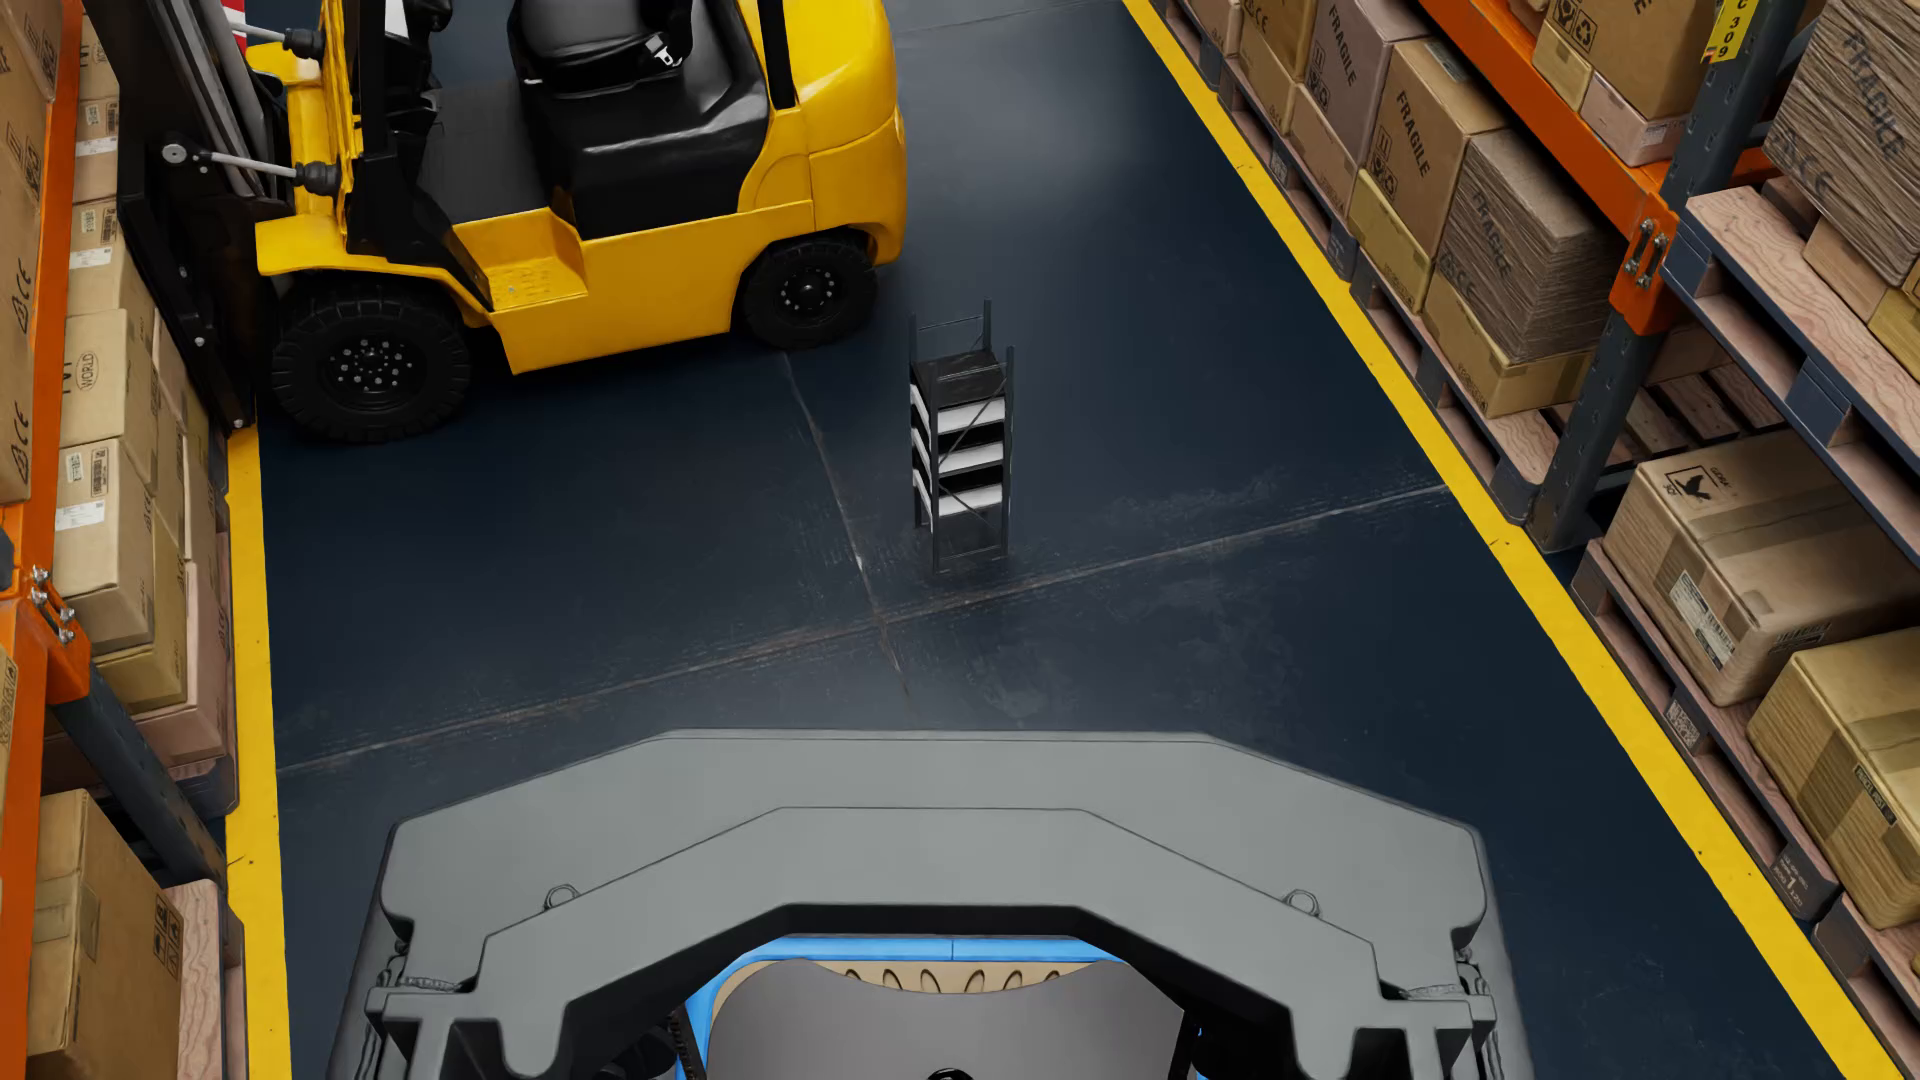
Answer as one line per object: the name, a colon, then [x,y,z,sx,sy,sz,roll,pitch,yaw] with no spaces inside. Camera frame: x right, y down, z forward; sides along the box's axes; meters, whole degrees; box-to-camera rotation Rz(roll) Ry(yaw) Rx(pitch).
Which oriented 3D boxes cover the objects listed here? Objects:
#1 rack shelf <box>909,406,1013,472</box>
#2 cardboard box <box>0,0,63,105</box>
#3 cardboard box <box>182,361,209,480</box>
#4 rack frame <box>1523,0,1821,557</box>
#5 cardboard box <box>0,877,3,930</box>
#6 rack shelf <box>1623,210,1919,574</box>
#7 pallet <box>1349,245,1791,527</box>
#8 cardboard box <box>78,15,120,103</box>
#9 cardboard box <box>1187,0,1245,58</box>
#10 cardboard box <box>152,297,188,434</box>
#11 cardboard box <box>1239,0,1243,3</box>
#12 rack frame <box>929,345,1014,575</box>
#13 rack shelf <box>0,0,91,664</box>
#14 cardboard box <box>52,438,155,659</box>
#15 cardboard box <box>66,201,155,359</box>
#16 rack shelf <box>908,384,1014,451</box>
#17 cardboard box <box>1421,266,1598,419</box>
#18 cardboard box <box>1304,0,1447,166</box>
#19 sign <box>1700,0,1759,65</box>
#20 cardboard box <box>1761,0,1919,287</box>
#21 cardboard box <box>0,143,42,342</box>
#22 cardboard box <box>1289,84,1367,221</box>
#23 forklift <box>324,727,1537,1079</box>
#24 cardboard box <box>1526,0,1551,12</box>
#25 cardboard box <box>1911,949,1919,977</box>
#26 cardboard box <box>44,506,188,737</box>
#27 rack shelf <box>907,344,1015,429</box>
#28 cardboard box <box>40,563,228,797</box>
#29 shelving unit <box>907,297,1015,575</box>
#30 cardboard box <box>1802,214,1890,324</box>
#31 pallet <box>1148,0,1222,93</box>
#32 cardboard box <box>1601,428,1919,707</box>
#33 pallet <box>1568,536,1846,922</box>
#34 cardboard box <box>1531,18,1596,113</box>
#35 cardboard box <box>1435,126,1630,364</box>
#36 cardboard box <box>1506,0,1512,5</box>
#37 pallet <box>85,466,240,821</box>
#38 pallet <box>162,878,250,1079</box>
rack shelf: [0.002,-0.321,4.858,0.258,0.077,0.200,-13,51,-11]
cardboard box: [-2.786,-1.481,4.471,0.500,0.500,0.500,-13,51,-11]
cardboard box: [-2.614,-0.363,5.118,0.500,0.250,0.500,-13,51,-10]
rack frame: [2.285,-1.072,4.192,1.000,3.000,0.127,-13,51,-11]
cardboard box: [-1.902,0.776,2.732,0.500,0.250,0.500,-14,51,-11]
rack shelf: [2.877,0.621,3.235,1.077,0.370,4.000,-13,51,-11]
pallet: [2.053,-0.656,5.665,1.003,0.211,1.213,-13,51,-11]
cardboard box: [-2.889,-1.436,5.368,0.500,0.250,0.500,-13,51,-11]
cardboard box: [1.221,-2.216,6.680,0.500,0.250,0.500,-12,51,-10]
cardboard box: [-2.592,-0.517,4.921,0.500,0.250,0.500,-14,51,-11]
cardboard box: [1.243,-2.434,6.374,0.500,0.500,0.500,-15,52,-12]
rack frame: [0.032,-0.210,4.838,0.240,0.900,0.006,-13,51,-11]
rack shelf: [-3.047,-1.176,4.750,1.077,0.370,4.000,-13,51,-11]
cardboard box: [-2.298,0.058,4.109,0.500,0.250,0.500,-14,51,-12]
cardboard box: [-2.598,-0.679,4.730,0.500,0.250,0.500,-12,51,-10]
rack shelf: [0.002,-0.379,4.789,0.258,0.077,0.200,-13,51,-11]
cardboard box: [1.854,-0.692,5.395,0.500,0.250,0.500,-11,51,-9]
cardboard box: [1.550,-1.678,5.736,0.500,0.500,0.500,-11,51,-9]
sign: [1.769,-1.223,3.753,0.100,0.325,0.005,-13,51,-11]
cardboard box: [2.150,-0.928,3.536,0.500,0.500,0.500,-12,51,-10]
cardboard box: [-2.507,-0.739,3.846,0.500,0.500,0.500,-13,51,-10]
cardboard box: [1.541,-1.451,6.035,0.500,0.250,0.500,-13,51,-10]
forklift: [-0.026,1.649,1.943,1.130,2.935,3.031,0,50,0]
cardboard box: [1.758,-1.843,4.582,0.500,0.500,0.500,-12,51,-10]
cardboard box: [2.866,1.054,3.844,0.950,0.372,0.625,-12,51,-10]
cardboard box: [-2.303,0.220,4.299,0.500,0.250,0.500,-14,51,-11]
rack shelf: [0.002,-0.437,4.720,0.258,0.077,0.200,-13,51,-11]
cardboard box: [-2.282,0.376,4.495,0.500,0.250,0.500,-13,51,-11]
shelving unit: [0.002,-0.284,4.901,0.258,0.900,0.210,-13,51,-11]
cardboard box: [2.147,-0.651,3.727,0.380,0.149,0.250,-13,51,-10]
pallet: [1.331,-2.438,7.167,1.003,0.211,1.213,-13,51,-11]
cardboard box: [2.443,0.022,4.713,0.950,0.372,0.625,-13,51,-11]
pallet: [2.517,0.395,4.779,1.003,0.211,1.213,-13,51,-11]
cardboard box: [1.819,-1.337,4.580,0.380,0.149,0.250,-12,51,-10]
cardboard box: [1.854,-0.934,5.109,0.500,0.500,0.500,-14,51,-11]
cardboard box: [1.756,-1.730,4.911,0.380,0.149,0.250,-14,51,-11]
pallet: [-2.650,0.362,4.807,1.003,0.211,1.213,-13,51,-11]
pallet: [-2.200,1.481,3.863,1.003,0.211,1.213,-13,51,-11]
